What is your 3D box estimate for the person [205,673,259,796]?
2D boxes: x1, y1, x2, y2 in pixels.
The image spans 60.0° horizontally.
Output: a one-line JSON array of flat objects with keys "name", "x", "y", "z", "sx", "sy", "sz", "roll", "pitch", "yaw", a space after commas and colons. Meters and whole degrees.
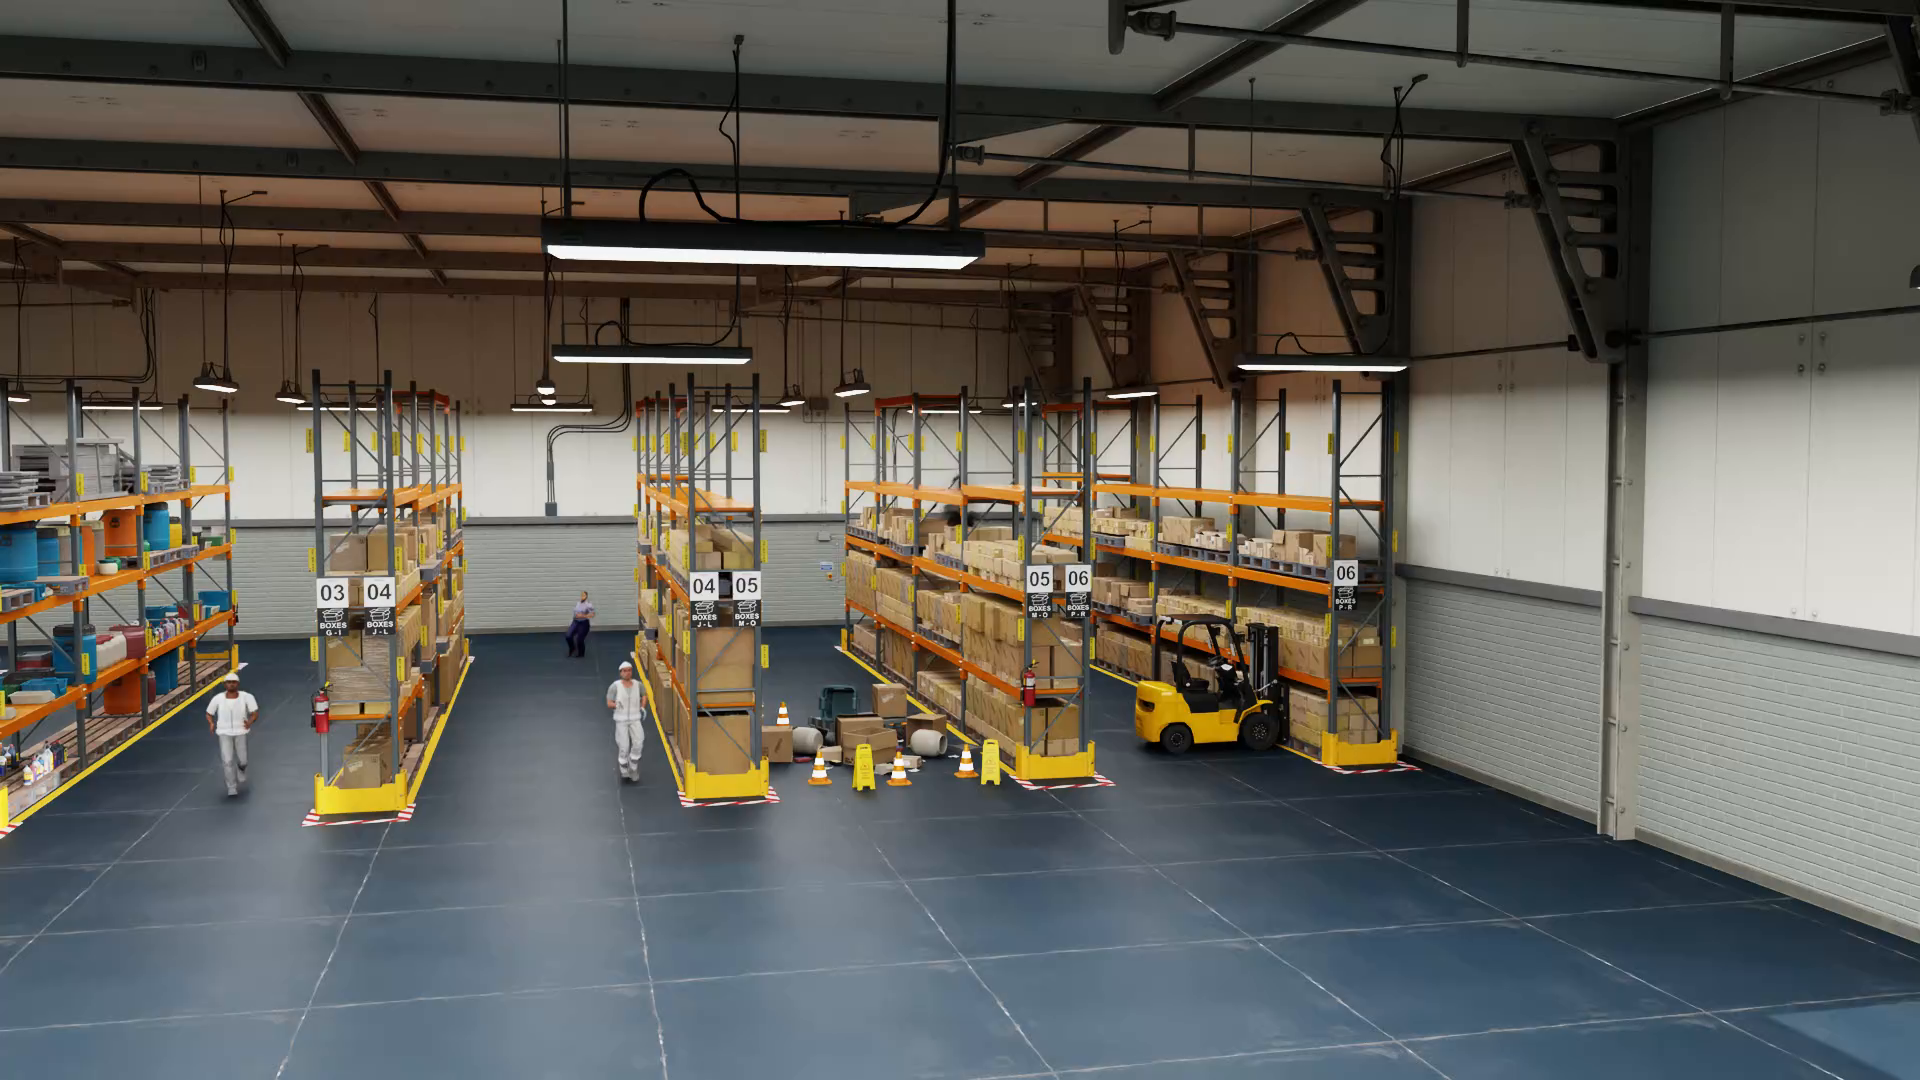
[{"name": "person", "x": -10.426, "y": 2.765, "z": 23.825, "sx": 0.705, "sy": 1.723, "sz": 0.703, "roll": -1, "pitch": 4, "yaw": -22}]

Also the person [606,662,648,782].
[{"name": "person", "x": -4.889, "y": 2.696, "z": 24.569, "sx": 0.634, "sy": 1.786, "sz": 0.645, "roll": -1, "pitch": 3, "yaw": -19}]

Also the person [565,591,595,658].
[{"name": "person", "x": -8.853, "y": 1.973, "z": 38.769, "sx": 0.728, "sy": 1.574, "sz": 0.595, "roll": 1, "pitch": 4, "yaw": 21}]
